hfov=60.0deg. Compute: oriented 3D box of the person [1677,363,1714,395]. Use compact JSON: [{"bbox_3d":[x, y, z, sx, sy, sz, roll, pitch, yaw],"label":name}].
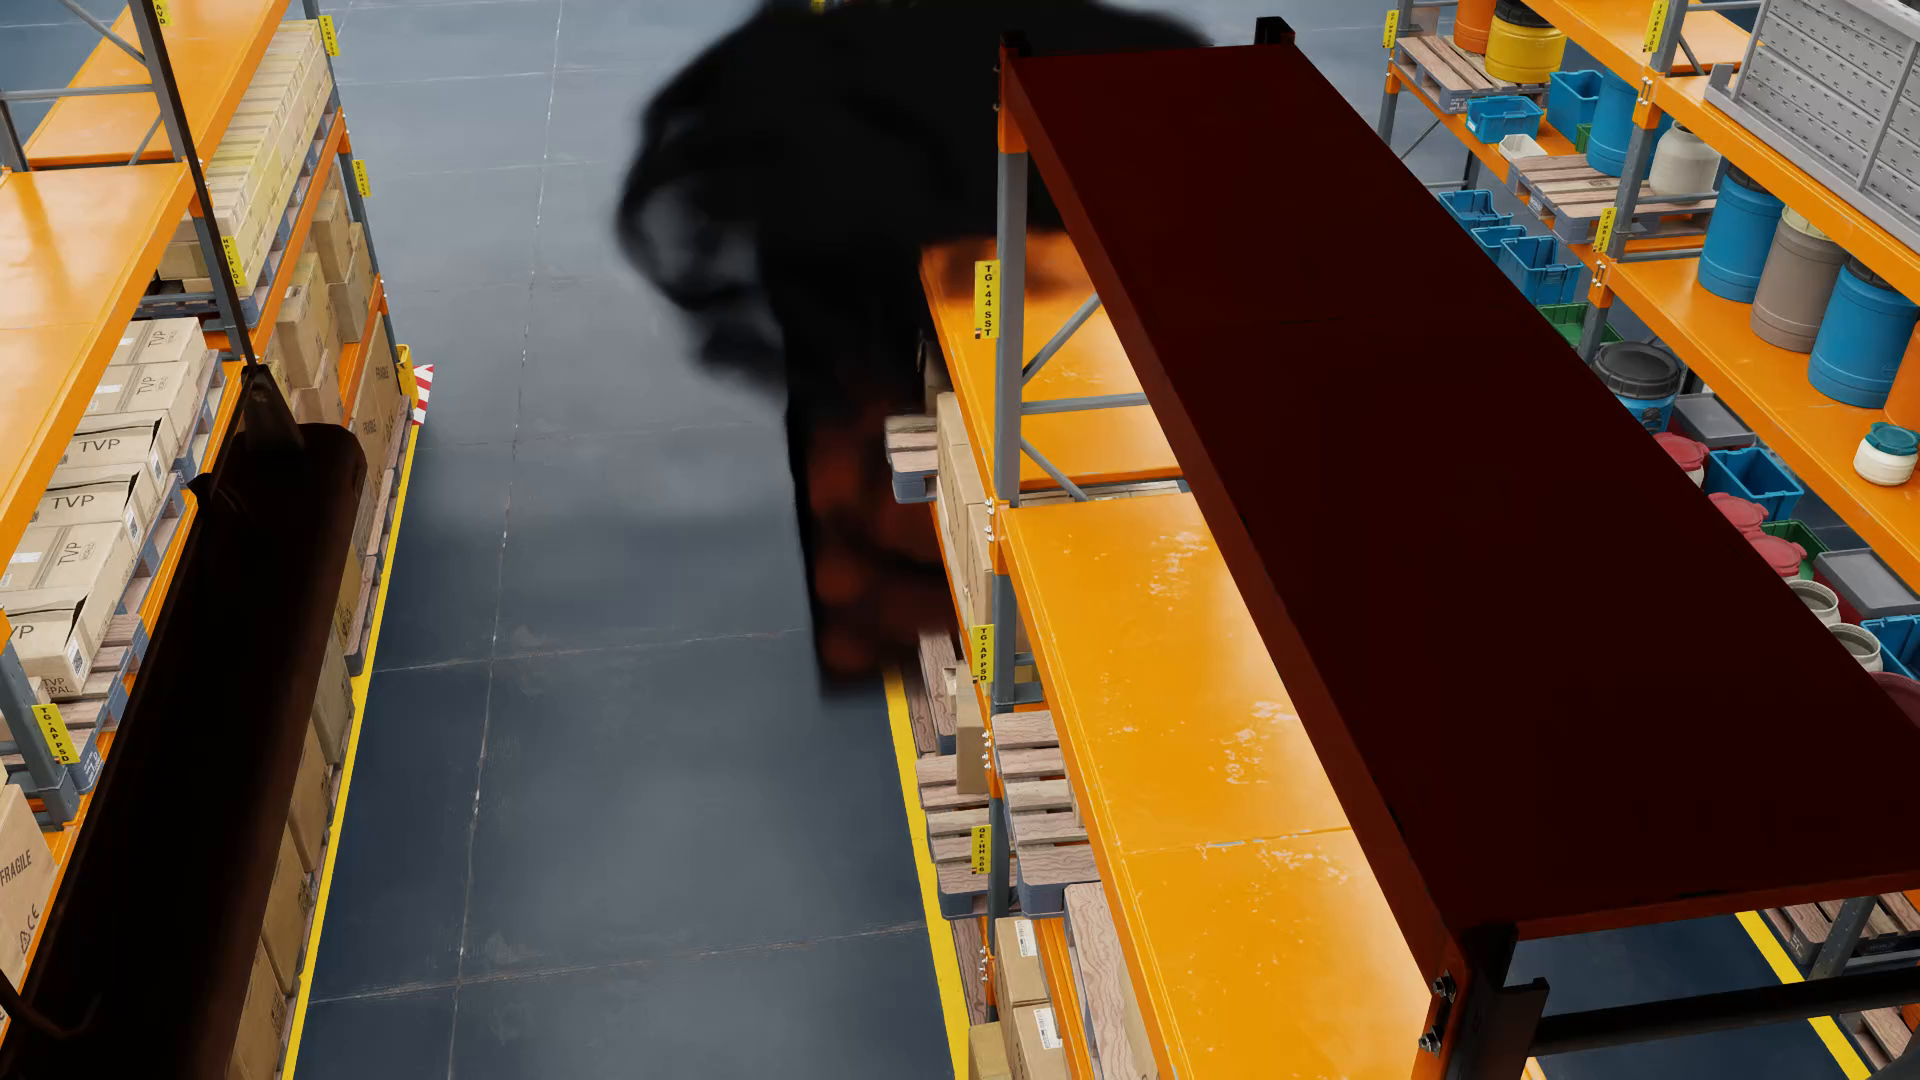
[{"bbox_3d":[6.215,-1.315,13.838,0.744,1.716,0.913,-7,37,-9],"label":"person"}]
